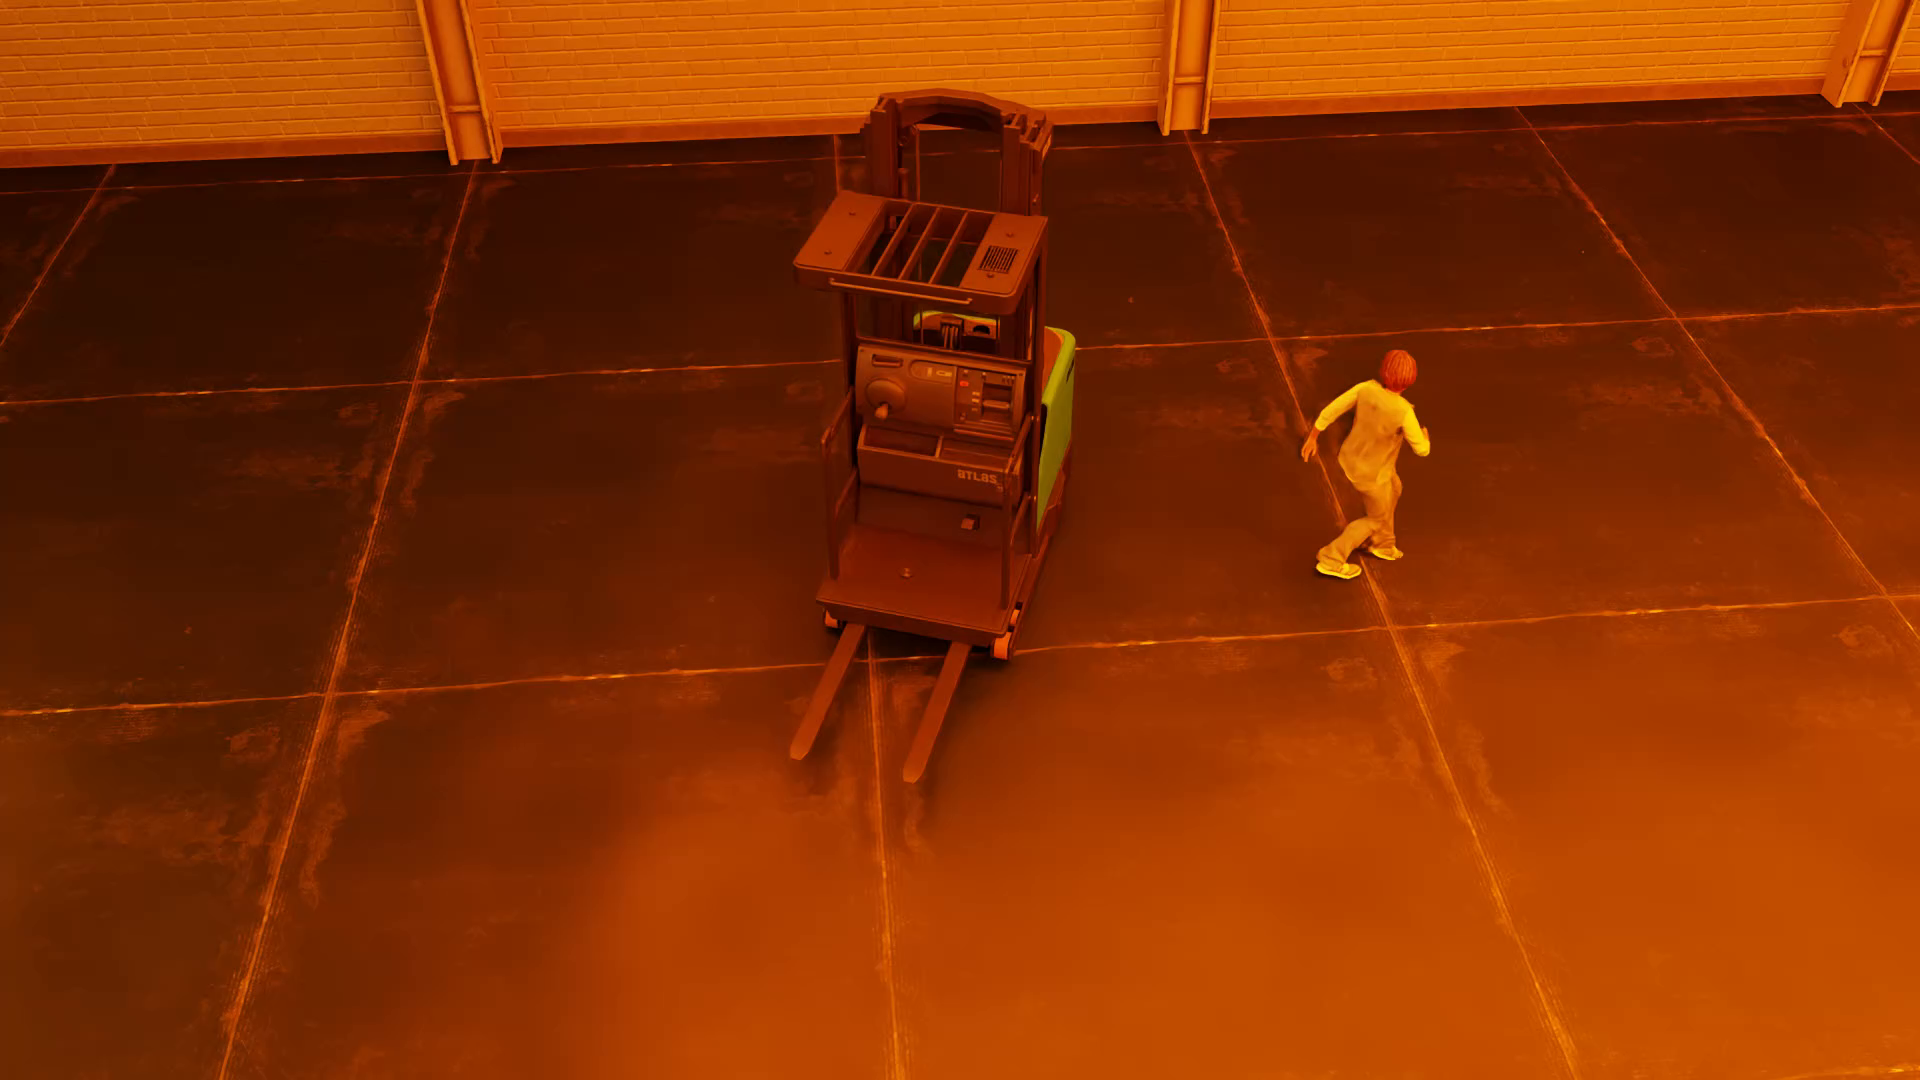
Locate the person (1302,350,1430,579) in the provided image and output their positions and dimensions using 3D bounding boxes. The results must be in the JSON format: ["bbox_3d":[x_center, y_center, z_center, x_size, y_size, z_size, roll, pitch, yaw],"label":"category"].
[{"bbox_3d":[2.363,-0.404,9.522,0.726,1.585,0.476,-11,42,-13],"label":"person"}]

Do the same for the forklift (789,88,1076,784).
[{"bbox_3d":[-0.162,-0.719,8.779,1.130,2.935,3.031,10,42,11],"label":"forklift"}]
